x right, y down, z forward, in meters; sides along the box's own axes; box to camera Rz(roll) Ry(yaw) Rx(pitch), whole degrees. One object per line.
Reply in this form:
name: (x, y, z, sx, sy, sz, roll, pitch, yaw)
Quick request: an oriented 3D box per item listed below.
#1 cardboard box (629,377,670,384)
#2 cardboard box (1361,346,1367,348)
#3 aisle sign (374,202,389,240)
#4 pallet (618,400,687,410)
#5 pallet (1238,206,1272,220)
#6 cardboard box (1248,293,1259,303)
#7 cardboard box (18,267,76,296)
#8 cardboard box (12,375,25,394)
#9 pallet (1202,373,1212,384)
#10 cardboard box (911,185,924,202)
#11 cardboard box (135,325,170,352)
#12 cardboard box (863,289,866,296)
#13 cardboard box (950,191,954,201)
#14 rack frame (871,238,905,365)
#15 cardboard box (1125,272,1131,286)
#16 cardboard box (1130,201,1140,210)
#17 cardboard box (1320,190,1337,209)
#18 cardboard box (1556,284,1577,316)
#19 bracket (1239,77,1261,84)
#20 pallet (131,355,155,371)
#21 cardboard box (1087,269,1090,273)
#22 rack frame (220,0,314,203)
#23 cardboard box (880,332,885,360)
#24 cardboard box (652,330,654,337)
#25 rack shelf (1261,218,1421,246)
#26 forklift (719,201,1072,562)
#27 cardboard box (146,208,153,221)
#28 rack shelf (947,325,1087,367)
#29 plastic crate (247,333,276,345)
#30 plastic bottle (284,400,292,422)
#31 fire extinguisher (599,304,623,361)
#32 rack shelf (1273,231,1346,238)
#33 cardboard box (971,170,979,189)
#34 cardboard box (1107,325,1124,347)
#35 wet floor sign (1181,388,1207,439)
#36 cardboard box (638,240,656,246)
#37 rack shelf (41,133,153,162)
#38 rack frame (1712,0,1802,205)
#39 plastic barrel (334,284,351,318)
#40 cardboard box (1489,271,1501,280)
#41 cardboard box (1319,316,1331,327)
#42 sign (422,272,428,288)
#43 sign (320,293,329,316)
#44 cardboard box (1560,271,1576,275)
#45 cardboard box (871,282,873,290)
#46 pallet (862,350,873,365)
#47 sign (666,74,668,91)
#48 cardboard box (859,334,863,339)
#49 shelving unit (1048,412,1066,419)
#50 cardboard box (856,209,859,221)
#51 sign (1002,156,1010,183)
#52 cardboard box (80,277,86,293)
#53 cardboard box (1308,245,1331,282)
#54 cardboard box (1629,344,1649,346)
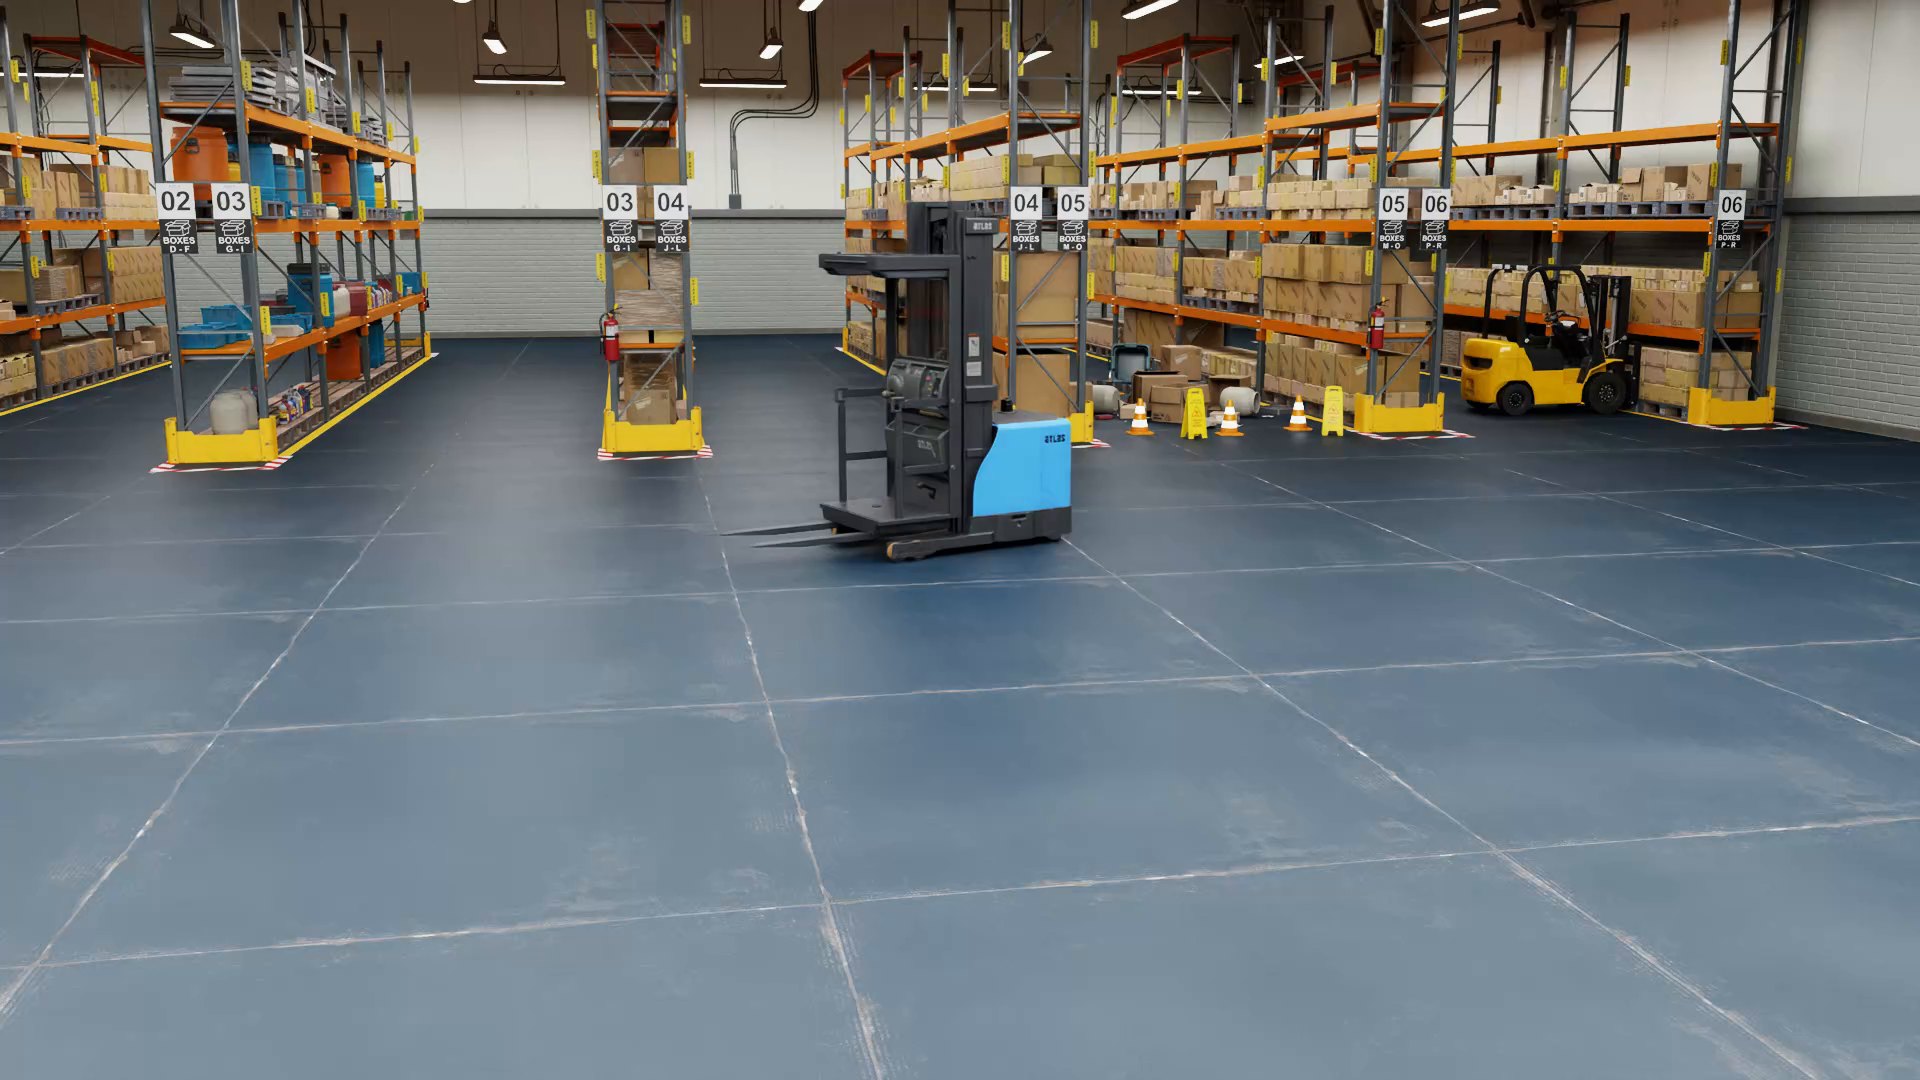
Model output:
cardboard box: (-4.136, -1.901, 22.226, 0.500, 0.500, 0.500, -1, 11, -6)
cardboard box: (5.745, -2.616, 24.646, 0.500, 0.500, 0.500, -2, 11, -8)
aisle sign: (-12.053, -6.618, 34.491, 0.394, 0.787, 0.004, -2, 11, -11)
pallet: (-4.390, -1.826, 23.725, 1.003, 0.211, 1.213, -2, 11, -11)
pallet: (5.150, -5.176, 26.351, 1.213, 0.211, 1.003, -2, 11, -11)
cardboard box: (4.794, -3.845, 26.426, 0.380, 0.149, 0.250, -2, 11, -10)
cardboard box: (-15.761, -4.462, 28.726, 0.700, 0.500, 0.500, 0, 11, -2)
cardboard box: (-14.606, -2.365, 25.332, 0.500, 0.250, 0.500, -2, 11, -12)
pallet: (4.772, -2.675, 28.187, 1.003, 0.211, 1.213, -2, 11, -11)
cardboard box: (-0.524, -5.758, 27.749, 0.500, 0.311, 0.500, -2, 11, -11)
cardboard box: (-16.260, -4.056, 33.495, 0.500, 0.500, 0.500, -2, 11, -11)
cardboard box: (-1.770, -5.059, 33.923, 0.380, 0.149, 0.250, -3, 11, -13)
cardboard box: (0.067, -5.006, 24.234, 0.380, 0.149, 0.250, -2, 11, -12)
rack frame: (-1.227, -4.947, 32.664, 1.000, 3.000, 0.127, -2, 11, -11)
cardboard box: (3.547, -5.132, 32.699, 0.500, 0.250, 0.500, -2, 11, -10)
cardboard box: (3.512, -6.466, 32.123, 0.380, 0.166, 0.250, -3, 11, -15)
cardboard box: (5.377, -4.762, 23.275, 0.500, 0.250, 0.500, -2, 11, -9)
cardboard box: (9.864, -3.817, 26.463, 0.500, 0.500, 0.500, -2, 11, -13)
bracket: (7.087, -11.878, 43.411, 0.076, 0.066, 5.218, -2, 11, -11)
pallet: (-16.203, -3.406, 32.025, 1.003, 0.211, 1.213, -2, 11, -11)
cardboard box: (2.964, -5.553, 35.580, 0.500, 0.500, 0.500, -2, 11, -9)
rack frame: (-9.414, -6.085, 22.598, 1.000, 3.000, 0.127, -2, 11, -11)
cardboard box: (-1.238, -3.683, 31.586, 0.500, 0.500, 0.500, -2, 11, -8)
cardboard box: (-3.849, -2.751, 21.797, 0.380, 0.149, 0.250, -2, 11, -11)
rack shelf: (5.554, -4.431, 23.858, 1.077, 0.370, 4.000, -2, 11, -11)
forklift: (-0.540, -1.370, 14.056, 3.031, 2.935, 1.130, -7, 13, -31)
cardboard box: (-16.162, -6.382, 32.584, 0.500, 0.250, 0.500, -2, 11, -11)
rack shelf: (0.718, -2.759, 23.095, 1.077, 0.370, 4.000, -2, 11, -11)
plastic crate: (-8.494, -2.450, 20.253, 0.298, 0.136, 0.250, -2, 11, -11)
plastic bottle: (-8.709, -1.672, 21.545, 0.061, 0.283, 0.133, -2, 11, -10)
fire extinguisher: (-4.207, -2.508, 20.059, 0.296, 0.674, 0.183, -2, 11, -11)
rack shelf: (8.088, -6.813, 36.373, 1.077, 0.370, 4.000, -2, 11, -11)
cardboard box: (0.447, -4.903, 22.628, 0.500, 0.250, 0.500, -2, 11, -10)
cardboard box: (3.592, -4.212, 34.533, 0.875, 0.438, 0.875, -2, 11, -12)
wet floor sign: (3.055, -1.656, 21.671, 0.267, 0.644, 0.232, -4, 12, -21)
cardboard box: (-4.573, -3.969, 24.802, 1.000, 1.000, 1.000, -2, 11, -11)
rack shelf: (-16.218, -7.384, 31.358, 1.077, 0.370, 4.000, -2, 11, -11)
rack frame: (10.811, -6.073, 22.535, 1.000, 3.000, 0.127, -2, 11, -11)
plastic barrel: (-9.782, -3.745, 26.052, 0.421, 0.512, 0.421, 0, 11, 0)
cardboard box: (9.344, -4.561, 28.633, 0.380, 0.149, 0.250, -2, 11, -13)
cardboard box: (5.343, -3.114, 23.706, 0.380, 0.149, 0.250, -2, 11, -12)
sign: (-11.211, -5.442, 34.827, 0.100, 0.325, 0.005, -2, 11, -11)
sign: (-8.872, -3.291, 23.227, 0.100, 0.325, 0.005, -2, 11, -11)
cardboard box: (9.804, -4.304, 26.489, 0.380, 0.149, 0.250, -2, 11, -10)
cardboard box: (-1.497, -4.844, 31.673, 0.380, 0.149, 0.250, -2, 11, -11)
pallet: (-1.392, -3.699, 33.565, 1.003, 0.211, 1.213, -2, 11, -11)
sign: (-4.803, -7.518, 27.417, 0.100, 0.325, 0.005, -2, 11, -11)
cardboard box: (-1.934, -4.337, 35.165, 0.380, 0.149, 0.250, -3, 11, -14)
shelving unit: (0.802, -0.622, 15.155, 0.215, 1.050, 0.252, -7, 13, -32)
cardboard box: (-1.867, -6.703, 34.269, 0.500, 0.250, 0.500, -2, 11, -11)
sign: (0.572, -4.598, 20.655, 0.100, 0.325, 0.005, -2, 11, -11)
cardboard box: (-16.178, -4.557, 30.348, 0.500, 0.500, 0.500, -2, 11, -10)
cardboard box: (5.339, -3.899, 23.425, 0.700, 0.500, 0.500, -2, 11, -12)
cardboard box: (10.112, -2.824, 25.069, 0.500, 0.250, 0.500, -2, 11, -12)
